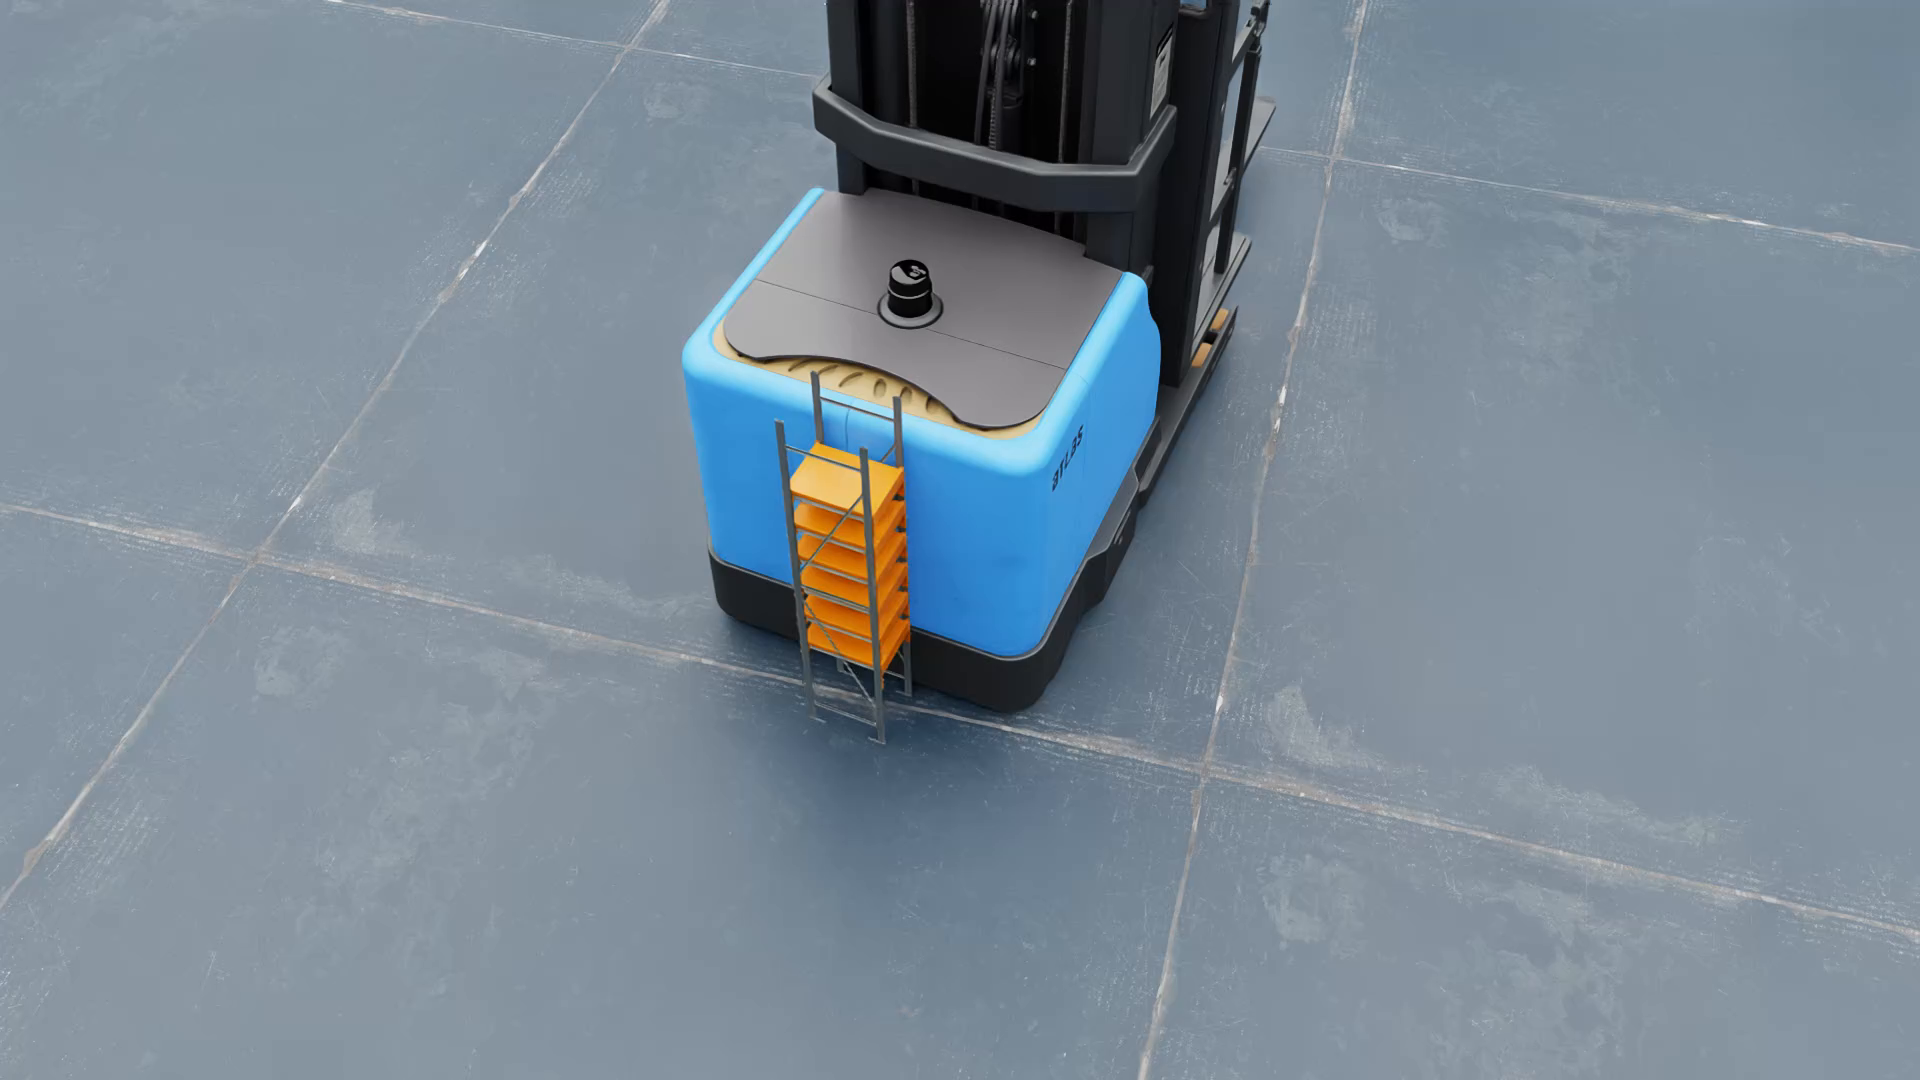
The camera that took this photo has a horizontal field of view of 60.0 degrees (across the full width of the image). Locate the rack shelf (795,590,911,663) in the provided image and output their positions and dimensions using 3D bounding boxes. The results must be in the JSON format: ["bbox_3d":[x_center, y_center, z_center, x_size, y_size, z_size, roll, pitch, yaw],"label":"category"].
[{"bbox_3d":[-0.287,0.197,4.496,0.258,0.103,0.180,18,51,15],"label":"rack shelf"}]

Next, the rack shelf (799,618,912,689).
[{"bbox_3d":[-0.287,0.276,4.586,0.258,0.103,0.180,18,51,15],"label":"rack shelf"}]

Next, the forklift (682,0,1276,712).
[{"bbox_3d":[0.317,-1.607,4.713,1.130,2.935,3.031,18,51,15],"label":"forklift"}]

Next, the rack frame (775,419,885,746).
[{"bbox_3d":[-0.323,0.151,4.317,0.240,1.200,0.006,18,51,15],"label":"rack frame"}]

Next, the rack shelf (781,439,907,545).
[{"bbox_3d":[-0.287,-0.121,4.136,0.258,0.103,0.180,18,51,15],"label":"rack shelf"}]

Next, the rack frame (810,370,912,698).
[{"bbox_3d":[-0.250,0.025,4.428,0.240,1.200,0.006,18,51,15],"label":"rack frame"}]

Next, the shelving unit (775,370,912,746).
[{"bbox_3d":[-0.287,0.088,4.372,0.258,1.200,0.189,18,51,15],"label":"shelving unit"}]

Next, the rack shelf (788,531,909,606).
[{"bbox_3d":[-0.287,0.038,4.316,0.258,0.103,0.180,18,51,15],"label":"rack shelf"}]

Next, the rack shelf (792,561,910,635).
[{"bbox_3d":[-0.287,0.117,4.406,0.258,0.103,0.180,18,51,15],"label":"rack shelf"}]

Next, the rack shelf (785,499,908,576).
[{"bbox_3d":[-0.287,-0.042,4.226,0.258,0.103,0.180,18,51,15],"label":"rack shelf"}]
